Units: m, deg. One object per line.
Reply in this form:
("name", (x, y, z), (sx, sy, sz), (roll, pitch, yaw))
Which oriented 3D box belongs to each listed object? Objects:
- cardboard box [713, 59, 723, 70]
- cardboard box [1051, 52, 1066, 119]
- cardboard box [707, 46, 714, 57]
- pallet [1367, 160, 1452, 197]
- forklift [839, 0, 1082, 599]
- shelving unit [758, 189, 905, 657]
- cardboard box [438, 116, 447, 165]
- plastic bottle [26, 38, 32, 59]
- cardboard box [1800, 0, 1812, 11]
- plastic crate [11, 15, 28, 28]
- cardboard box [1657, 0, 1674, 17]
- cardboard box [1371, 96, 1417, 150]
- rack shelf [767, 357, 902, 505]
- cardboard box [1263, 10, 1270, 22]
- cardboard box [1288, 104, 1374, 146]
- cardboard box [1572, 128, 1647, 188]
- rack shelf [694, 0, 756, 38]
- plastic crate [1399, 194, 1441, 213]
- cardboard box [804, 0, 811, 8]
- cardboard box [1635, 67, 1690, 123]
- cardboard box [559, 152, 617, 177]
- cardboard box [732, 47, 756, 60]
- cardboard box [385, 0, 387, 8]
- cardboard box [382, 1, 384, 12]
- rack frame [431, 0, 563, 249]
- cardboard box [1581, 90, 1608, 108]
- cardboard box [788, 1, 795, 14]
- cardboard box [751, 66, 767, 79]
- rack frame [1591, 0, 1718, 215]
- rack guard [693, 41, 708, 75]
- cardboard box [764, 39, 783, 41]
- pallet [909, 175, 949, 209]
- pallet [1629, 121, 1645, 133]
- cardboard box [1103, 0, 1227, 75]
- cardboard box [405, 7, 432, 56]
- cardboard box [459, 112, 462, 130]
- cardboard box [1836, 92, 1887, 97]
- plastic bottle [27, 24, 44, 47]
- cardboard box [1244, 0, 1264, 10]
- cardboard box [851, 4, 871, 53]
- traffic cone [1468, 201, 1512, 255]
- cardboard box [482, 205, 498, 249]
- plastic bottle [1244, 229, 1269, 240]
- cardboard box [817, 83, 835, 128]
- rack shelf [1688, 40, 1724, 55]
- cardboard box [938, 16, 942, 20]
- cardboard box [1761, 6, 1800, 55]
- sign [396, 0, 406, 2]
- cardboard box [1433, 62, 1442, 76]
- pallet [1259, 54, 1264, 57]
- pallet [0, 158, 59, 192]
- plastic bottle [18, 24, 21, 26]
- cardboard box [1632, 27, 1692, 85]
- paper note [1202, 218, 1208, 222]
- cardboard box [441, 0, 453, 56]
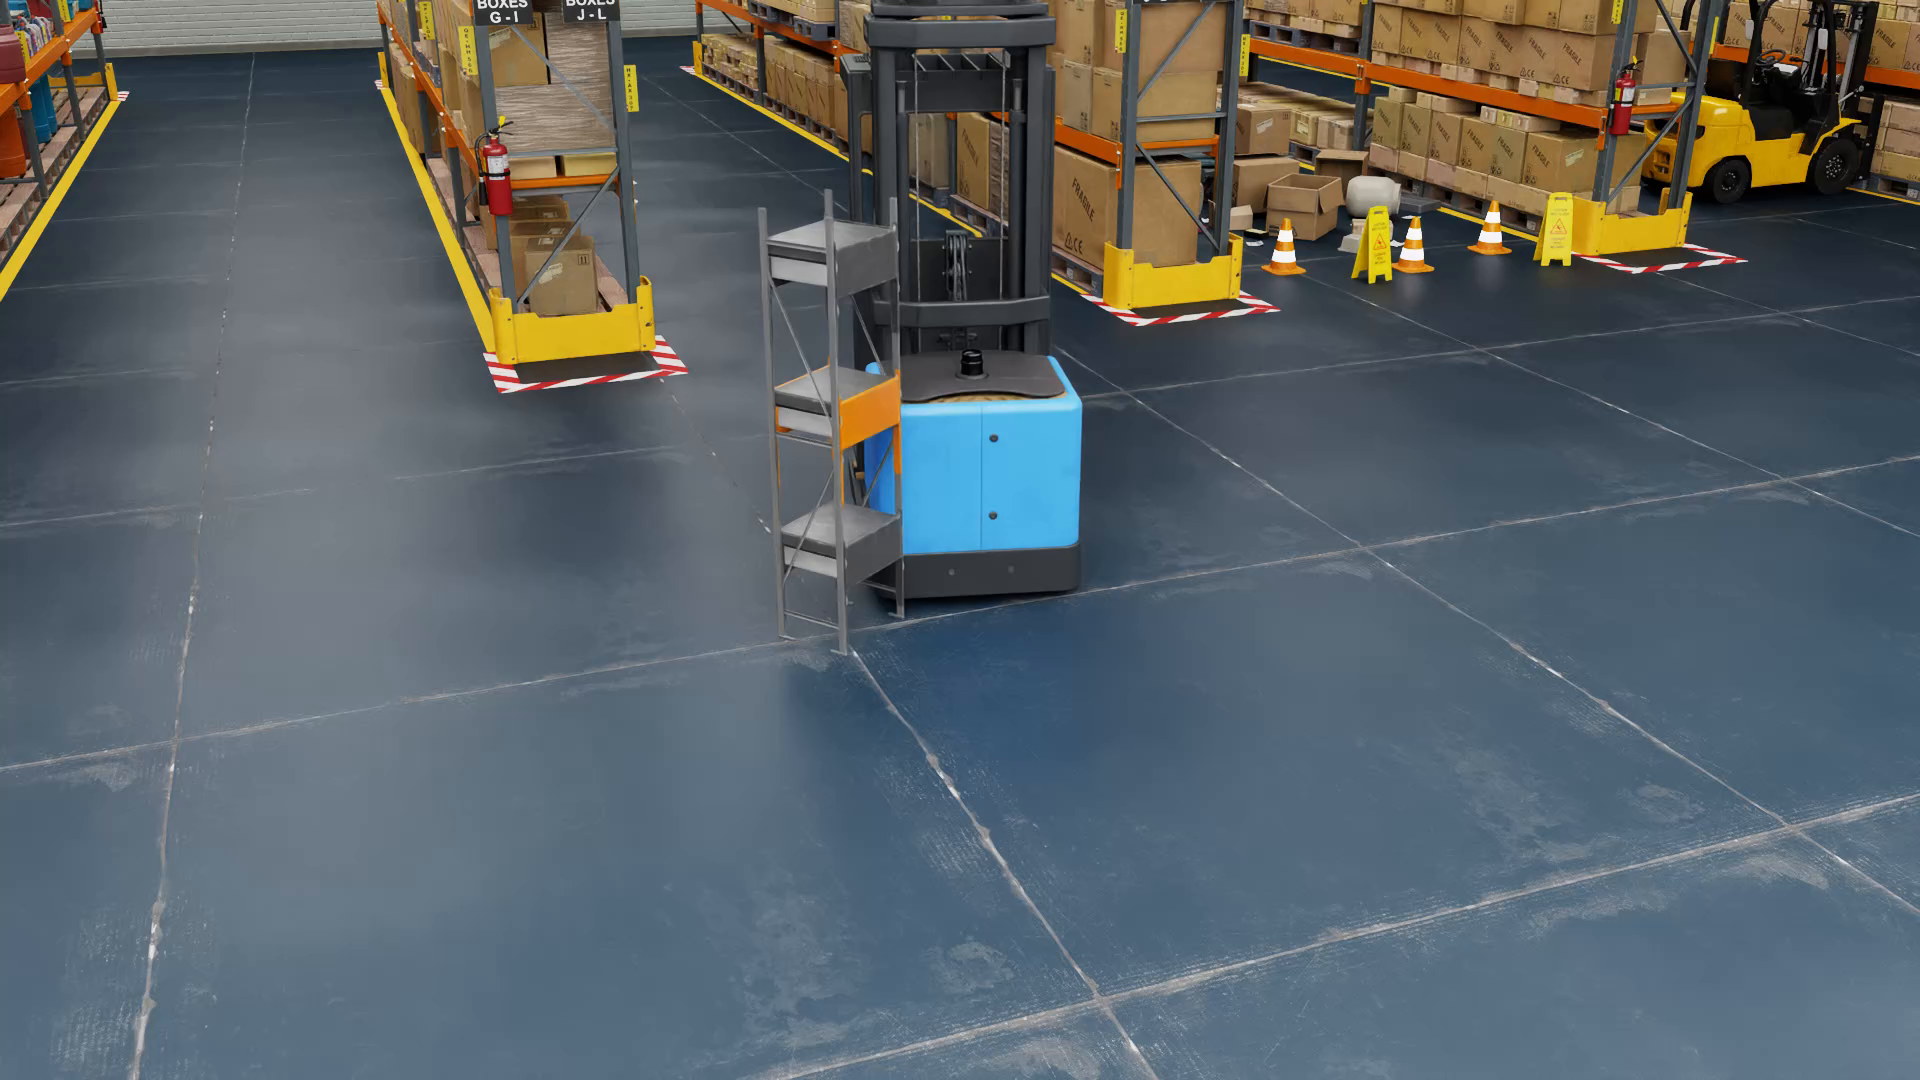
("cardboard box", (-3.731, -7.613, 26.580), (0.380, 0.149, 0.250), (-8, 24, -18))
("cardboard box", (1.316, -4.050, 14.804), (0.875, 0.550, 0.550), (-8, 24, -19))
("cardboard box", (-3.879, -7.932, 26.955), (0.380, 0.149, 0.250), (-8, 24, -19))
("pallet", (5.237, -4.080, 18.658), (1.003, 0.211, 1.213), (-8, 24, -19))
("forklift", (-0.075, -1.591, 9.250), (1.130, 2.935, 3.031), (-3, 23, -6))
("shelving unit", (-0.583, -0.533, 7.810), (0.431, 2.100, 0.503), (14, 27, 29))
("cardboard box", (-5.462, -4.508, 18.735), (0.700, 0.500, 0.500), (-10, 25, -22))
("plastic bottle", (-10.567, -5.592, 18.806), (0.061, 0.283, 0.133), (-8, 24, -19))
("cardboard box", (9.795, -6.099, 18.895), (0.380, 0.149, 0.250), (-9, 24, -20))
("plastic crate", (-12.411, -6.742, 21.661), (0.437, 0.125, 0.590), (-8, 24, -19))
("cardboard box", (9.007, -6.777, 21.016), (0.500, 0.250, 0.500), (-9, 24, -20))
("cardboard box", (4.922, -4.625, 18.394), (0.500, 0.500, 0.500), (-7, 24, -16))
("rack shelf", (-0.583, -0.521, 7.815), (0.431, 0.518, 0.480), (14, 27, 29))
("cardboard box", (3.988, -6.502, 20.596), (0.380, 0.149, 0.250), (-7, 24, -17))
("cardboard box", (4.521, -5.038, 20.183), (0.950, 0.372, 0.625), (-7, 24, -16))
("cardboard box", (6.344, -3.762, 16.348), (0.500, 0.500, 0.500), (-9, 25, -21))
("rack shelf", (-3.162, -8.190, 25.746), (1.077, 0.370, 4.000), (-8, 24, -19))
("plastic crate", (4.754, -3.576, 17.630), (0.402, 0.080, 0.583), (-18, 29, -37))
("cardboard box", (-1.738, -6.770, 20.850), (0.380, 0.149, 0.250), (-7, 24, -17))
("cardboard box", (9.147, -5.857, 21.800), (0.875, 0.625, 0.625), (-9, 24, -20))
("cardboard box", (-2.769, -2.811, 12.382), (0.380, 0.149, 0.250), (-8, 24, -19))
("cardboard box", (-3.247, -7.410, 25.333), (0.380, 0.149, 0.250), (-10, 25, -22))
("cardboard box", (-7.717, -7.531, 23.066), (0.500, 0.250, 0.500), (-8, 24, -17))
("cardboard box", (-8.088, -7.661, 23.887), (0.380, 0.149, 0.250), (-8, 24, -18))
("rack frame", (-4.305, -4.244, 15.458), (1.000, 3.000, 0.127), (-8, 24, -19))
("cardboard box", (6.047, -4.141, 15.537), (0.380, 0.149, 0.250), (-8, 24, -17))
("cardboard box", (-2.005, -6.908, 21.560), (0.380, 0.149, 0.250), (-9, 25, -21))
("cardboard box", (-2.864, -6.883, 24.464), (0.380, 0.149, 0.250), (-8, 24, -18))
("rack frame", (6.379, -4.151, 15.236), (1.000, 3.000, 0.127), (-8, 24, -19))
("rack guard", (-3.841, -8.069, 27.750), (1.175, 0.500, 0.348), (-8, 24, -19))
("cardboard box", (-3.019, -7.876, 26.438), (0.380, 0.149, 0.250), (-7, 24, -17))
("pallet", (0.028, -3.873, 18.168), (1.003, 0.211, 1.213), (-8, 24, -19))
("pallet", (9.312, -5.264, 21.467), (1.003, 0.211, 1.213), (-8, 24, -19))
("cardboard box", (1.689, -4.142, 13.631), (0.875, 0.550, 0.550), (-8, 24, -19))
("cardboard box", (-6.124, -5.889, 19.231), (0.500, 0.500, 0.500), (-8, 24, -17))
("cardboard box", (-4.046, -3.558, 14.154), (0.380, 0.149, 0.250), (-8, 24, -19))
("cardboard box", (10.022, -4.897, 18.718), (0.500, 0.250, 0.500), (-9, 24, -20))
("plastic bottle", (-11.016, -5.999, 19.782), (0.152, 0.276, 0.135), (-8, 24, -19))
("cardboard box", (3.880, -6.858, 20.608), (0.500, 0.500, 0.500), (-8, 24, -18))
("cardboard box", (-0.954, -6.003, 19.502), (0.500, 0.500, 0.500), (-9, 24, -19))
("traffic cone", (5.021, -2.961, 15.679), (0.336, 0.463, 0.334), (-8, 24, -19))
("cardboard box", (-3.991, -2.928, 15.013), (0.500, 0.500, 0.500), (-1, 23, -2))
("plastic bottle", (2.878, -3.002, 16.295), (0.133, 0.061, 0.283), (-18, 29, -37))
("cardboard box", (-1.519, -5.586, 21.320), (0.500, 0.500, 0.500), (-8, 24, -19))
("rack shelf", (8.902, -6.682, 22.167), (1.077, 0.370, 4.000), (-8, 24, -19))
("cardboard box", (0.190, -5.574, 17.198), (0.700, 0.500, 0.500), (-9, 24, -20))
("cardboard box", (9.721, -5.948, 19.372), (0.500, 0.500, 0.500), (-8, 24, -18))
("sign", (-6.236, -6.154, 18.498), (0.100, 0.325, 0.005), (-8, 24, -19))
("cardboard box", (5.216, -4.966, 17.493), (0.380, 0.149, 0.250), (-8, 24, -19))
("pallet", (5.679, -9.044, 30.437), (1.003, 0.211, 1.213), (-8, 24, -19))
("pallet", (-10.669, -4.014, 18.501), (1.003, 0.211, 1.213), (-8, 24, -19))
("plastic bottle", (-11.126, -5.973, 19.726), (0.097, 0.271, 0.097), (0, 23, 0))
("cardboard box", (6.471, -4.544, 15.657), (0.500, 0.500, 0.500), (-9, 24, -20))
("paper note", (2.563, -3.274, 16.988), (0.172, 0.023, 0.155), (0, 23, -1))
("cardboard box", (-4.029, -4.327, 13.854), (0.500, 0.500, 0.500), (-8, 24, -19))
